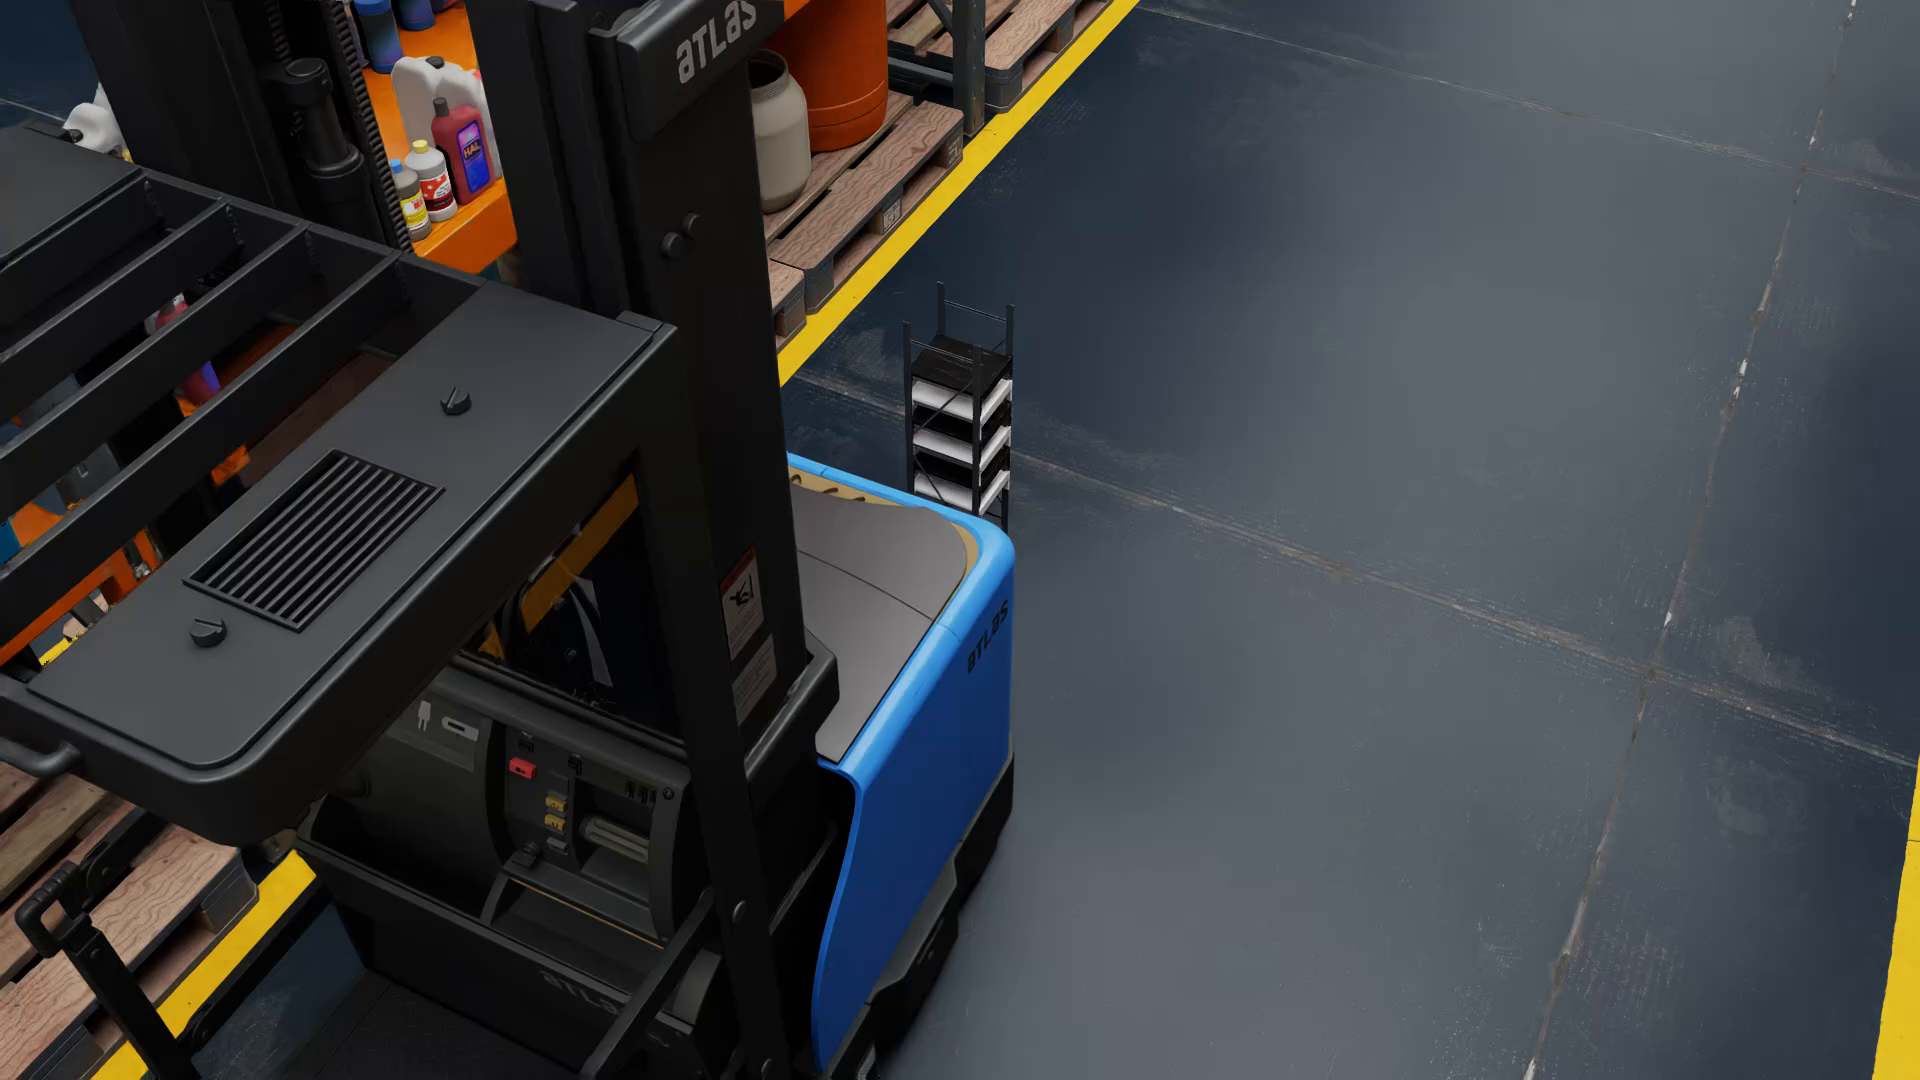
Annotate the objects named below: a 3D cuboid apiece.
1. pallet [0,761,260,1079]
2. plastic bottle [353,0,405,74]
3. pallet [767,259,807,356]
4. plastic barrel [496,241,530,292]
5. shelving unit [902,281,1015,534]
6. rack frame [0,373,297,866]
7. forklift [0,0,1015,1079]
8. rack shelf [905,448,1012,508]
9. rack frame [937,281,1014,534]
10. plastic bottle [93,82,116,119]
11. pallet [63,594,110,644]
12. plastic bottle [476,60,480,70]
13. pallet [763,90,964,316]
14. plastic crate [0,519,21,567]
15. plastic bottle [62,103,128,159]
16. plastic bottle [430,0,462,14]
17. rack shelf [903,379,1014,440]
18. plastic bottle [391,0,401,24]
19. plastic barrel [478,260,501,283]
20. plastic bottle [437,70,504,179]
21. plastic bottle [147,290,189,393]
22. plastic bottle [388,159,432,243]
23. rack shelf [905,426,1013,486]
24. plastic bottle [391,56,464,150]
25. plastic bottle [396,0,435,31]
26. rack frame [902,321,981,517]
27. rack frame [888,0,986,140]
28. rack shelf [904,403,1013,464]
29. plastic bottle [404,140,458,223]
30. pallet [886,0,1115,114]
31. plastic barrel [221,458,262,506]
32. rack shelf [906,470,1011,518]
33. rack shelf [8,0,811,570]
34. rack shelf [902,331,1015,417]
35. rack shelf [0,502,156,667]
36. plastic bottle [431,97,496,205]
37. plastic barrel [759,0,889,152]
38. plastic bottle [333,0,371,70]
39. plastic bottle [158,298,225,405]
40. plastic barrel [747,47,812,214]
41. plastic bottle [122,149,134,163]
[{"bbox_3d":[-2.531,1.061,4.053,1.003,0.211,1.213,20,49,19],"label":"pallet"},{"bbox_3d":[-1.635,-1.455,4.669,0.097,0.271,0.097,0,45,0],"label":"plastic bottle"},{"bbox_3d":[-1.264,-0.659,5.753,1.003,0.211,1.213,20,49,19],"label":"pallet"},{"bbox_3d":[-1.287,-0.778,5.364,0.421,0.512,0.421,0,45,0],"label":"plastic barrel"},{"bbox_3d":[-0.004,-0.311,4.925,0.258,0.900,0.210,20,49,19],"label":"shelving unit"},{"bbox_3d":[-2.224,-0.396,3.532,1.000,3.000,0.127,20,49,19],"label":"rack frame"},{"bbox_3d":[-0.961,0.491,2.704,1.130,2.935,3.031,19,48,18],"label":"forklift"},{"bbox_3d":[-0.004,-0.225,5.013,0.258,0.077,0.200,20,49,19],"label":"rack shelf"},{"bbox_3d":[0.043,-0.375,4.988,0.240,0.900,0.006,20,49,19],"label":"rack frame"},{"bbox_3d":[-2.088,-1.065,4.229,0.144,0.351,0.185,20,49,19],"label":"plastic bottle"},{"bbox_3d":[-1.829,0.112,4.991,1.003,0.211,1.213,20,49,19],"label":"pallet"},{"bbox_3d":[-1.254,-1.251,4.517,0.097,0.201,0.097,0,45,0],"label":"plastic bottle"},{"bbox_3d":[-0.697,-1.425,6.510,1.003,0.211,1.213,20,49,19],"label":"pallet"},{"bbox_3d":[-2.139,-0.004,3.114,0.392,0.384,0.575,20,49,19],"label":"plastic crate"},{"bbox_3d":[-2.158,-0.937,4.155,0.152,0.276,0.135,20,49,19],"label":"plastic bottle"},{"bbox_3d":[-1.576,-1.759,4.915,0.144,0.351,0.185,20,49,19],"label":"plastic bottle"},{"bbox_3d":[-0.004,-0.414,4.821,0.258,0.077,0.200,20,49,19],"label":"rack shelf"},{"bbox_3d":[-1.687,-1.649,4.853,0.061,0.283,0.133,20,49,19],"label":"plastic bottle"},{"bbox_3d":[-1.628,-0.589,4.903,0.600,0.901,0.708,20,49,19],"label":"plastic barrel"},{"bbox_3d":[-1.242,-1.101,4.317,0.152,0.276,0.135,20,49,19],"label":"plastic bottle"},{"bbox_3d":[-1.755,-0.519,3.688,0.144,0.351,0.185,20,49,19],"label":"plastic bottle"},{"bbox_3d":[-1.379,-0.847,4.118,0.097,0.201,0.097,0,45,0],"label":"plastic bottle"},{"bbox_3d":[-0.004,-0.288,4.949,0.258,0.077,0.200,20,49,19],"label":"rack shelf"},{"bbox_3d":[-1.377,-1.151,4.366,0.152,0.276,0.135,20,49,19],"label":"plastic bottle"},{"bbox_3d":[-1.609,-1.630,4.843,0.097,0.271,0.097,0,45,0],"label":"plastic bottle"},{"bbox_3d":[-0.051,-0.247,4.862,0.240,0.900,0.006,20,49,19],"label":"rack frame"},{"bbox_3d":[-0.368,-2.916,6.023,1.000,3.000,0.127,20,49,19],"label":"rack frame"},{"bbox_3d":[-0.004,-0.351,4.885,0.258,0.077,0.200,20,49,19],"label":"rack shelf"},{"bbox_3d":[-1.334,-0.909,4.179,0.097,0.201,0.097,0,45,0],"label":"plastic bottle"},{"bbox_3d":[0.026,-2.411,7.484,1.003,0.211,1.213,20,49,19],"label":"pallet"},{"bbox_3d":[-1.957,-0.143,4.462,0.600,0.901,0.708,20,49,19],"label":"plastic barrel"},{"bbox_3d":[-0.004,-0.161,5.077,0.258,0.077,0.200,20,49,19],"label":"rack shelf"},{"bbox_3d":[-1.296,-1.403,5.033,1.077,0.370,4.000,20,49,19],"label":"rack shelf"},{"bbox_3d":[-0.004,-0.478,4.757,0.258,0.077,0.200,20,49,19],"label":"rack shelf"},{"bbox_3d":[-3.153,1.117,2.543,1.077,0.370,4.000,20,49,19],"label":"rack shelf"},{"bbox_3d":[-1.264,-1.004,4.216,0.061,0.283,0.133,20,49,19],"label":"plastic bottle"},{"bbox_3d":[-0.580,-1.986,6.335,0.600,0.830,0.708,20,49,19],"label":"plastic barrel"},{"bbox_3d":[-1.754,-1.486,4.697,0.152,0.276,0.135,20,49,19],"label":"plastic bottle"},{"bbox_3d":[-1.676,-0.445,3.663,0.061,0.283,0.133,20,49,19],"label":"plastic bottle"},{"bbox_3d":[-0.763,-1.490,6.067,0.421,0.512,0.421,0,45,0],"label":"plastic barrel"},{"bbox_3d":[-2.039,-0.882,4.152,0.097,0.201,0.097,0,45,0],"label":"plastic bottle"}]
